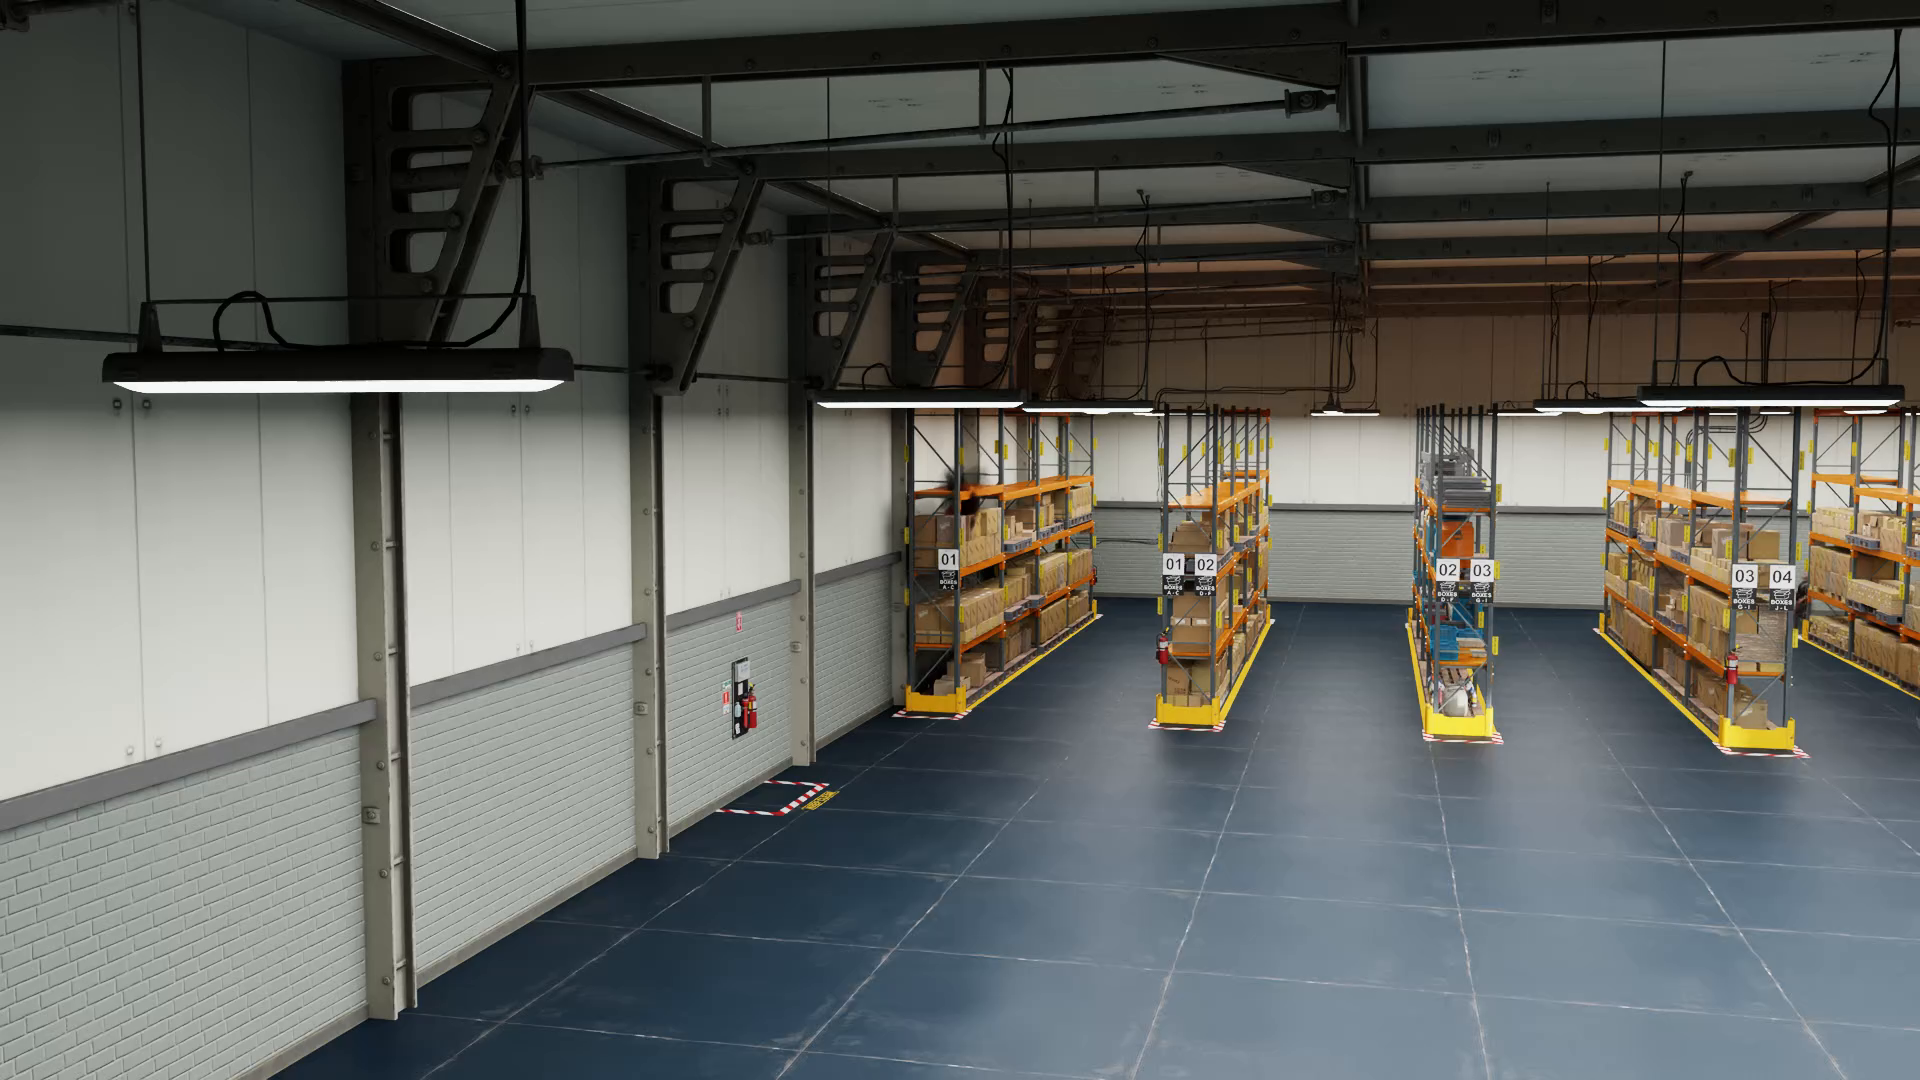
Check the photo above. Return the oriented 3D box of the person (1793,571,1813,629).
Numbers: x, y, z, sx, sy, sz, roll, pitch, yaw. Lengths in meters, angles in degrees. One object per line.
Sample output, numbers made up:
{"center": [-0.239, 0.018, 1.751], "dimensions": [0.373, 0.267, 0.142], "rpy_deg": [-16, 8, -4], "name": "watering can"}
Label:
{"center": [22.525, 1.650, 44.582], "dimensions": [0.820, 1.657, 0.717], "rpy_deg": [3, 5, 36], "name": "person"}
